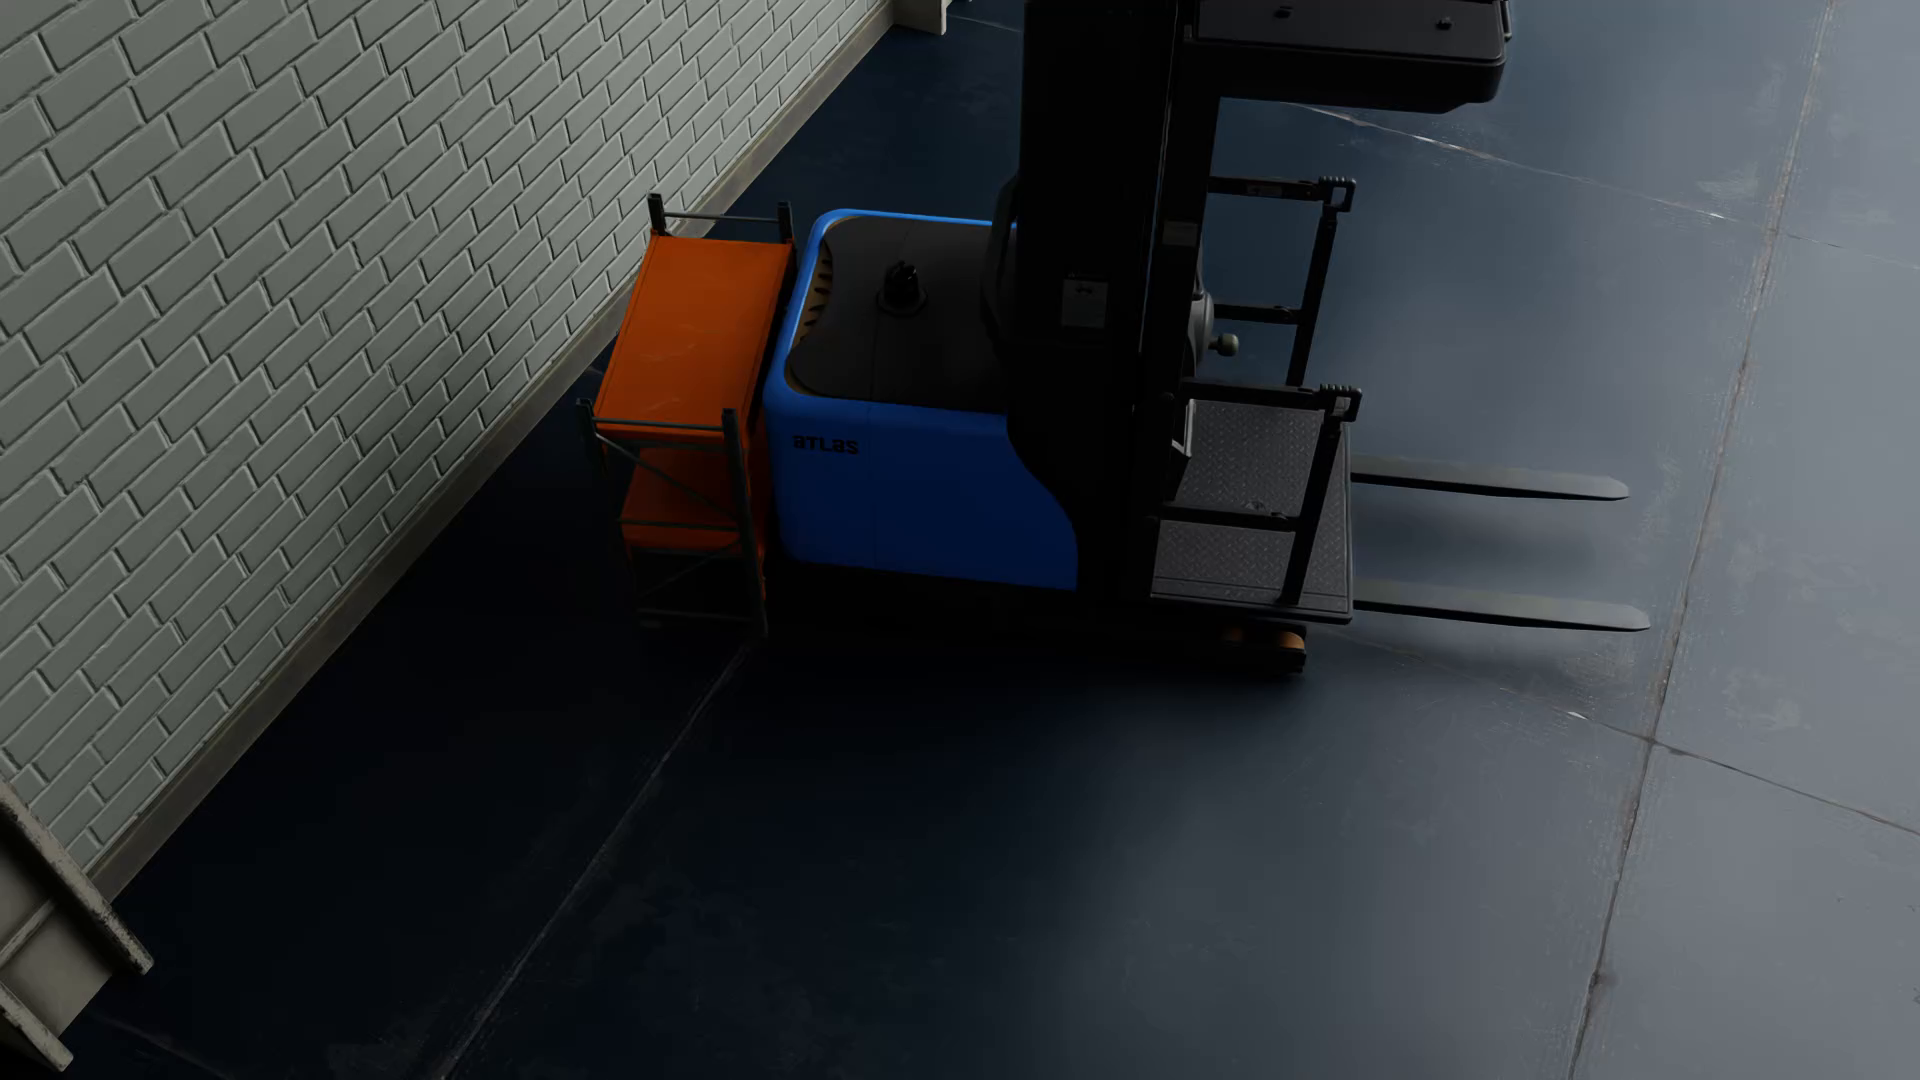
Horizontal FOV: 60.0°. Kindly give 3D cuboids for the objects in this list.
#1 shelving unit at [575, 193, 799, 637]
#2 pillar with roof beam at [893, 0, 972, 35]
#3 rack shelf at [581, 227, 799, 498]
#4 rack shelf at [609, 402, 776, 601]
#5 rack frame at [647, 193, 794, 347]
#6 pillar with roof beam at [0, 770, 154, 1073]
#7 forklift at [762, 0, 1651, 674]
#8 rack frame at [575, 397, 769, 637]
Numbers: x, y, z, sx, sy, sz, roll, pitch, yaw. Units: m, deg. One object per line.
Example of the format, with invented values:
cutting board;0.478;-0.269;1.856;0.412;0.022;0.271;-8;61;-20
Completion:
shelving unit;-0.888;-0.432;5.879;0.538;1.125;1.048;4;50;4
pillar with roof beam;3.745;-4.258;3.965;9.100;9.000;0.400;20;52;16
rack shelf;-0.888;-0.622;5.656;0.538;0.278;1.000;4;50;4
rack shelf;-0.888;-0.273;6.065;0.538;0.278;1.000;4;50;4
rack frame;-0.838;-0.817;6.207;0.500;1.125;0.032;4;50;4
pillar with roof beam;1.182;-0.127;0.449;9.100;9.000;0.400;20;52;16
forklift;0.915;-0.912;5.102;3.031;2.935;1.130;6;50;5
rack frame;-0.938;-0.047;5.551;0.500;1.125;0.032;4;50;4
